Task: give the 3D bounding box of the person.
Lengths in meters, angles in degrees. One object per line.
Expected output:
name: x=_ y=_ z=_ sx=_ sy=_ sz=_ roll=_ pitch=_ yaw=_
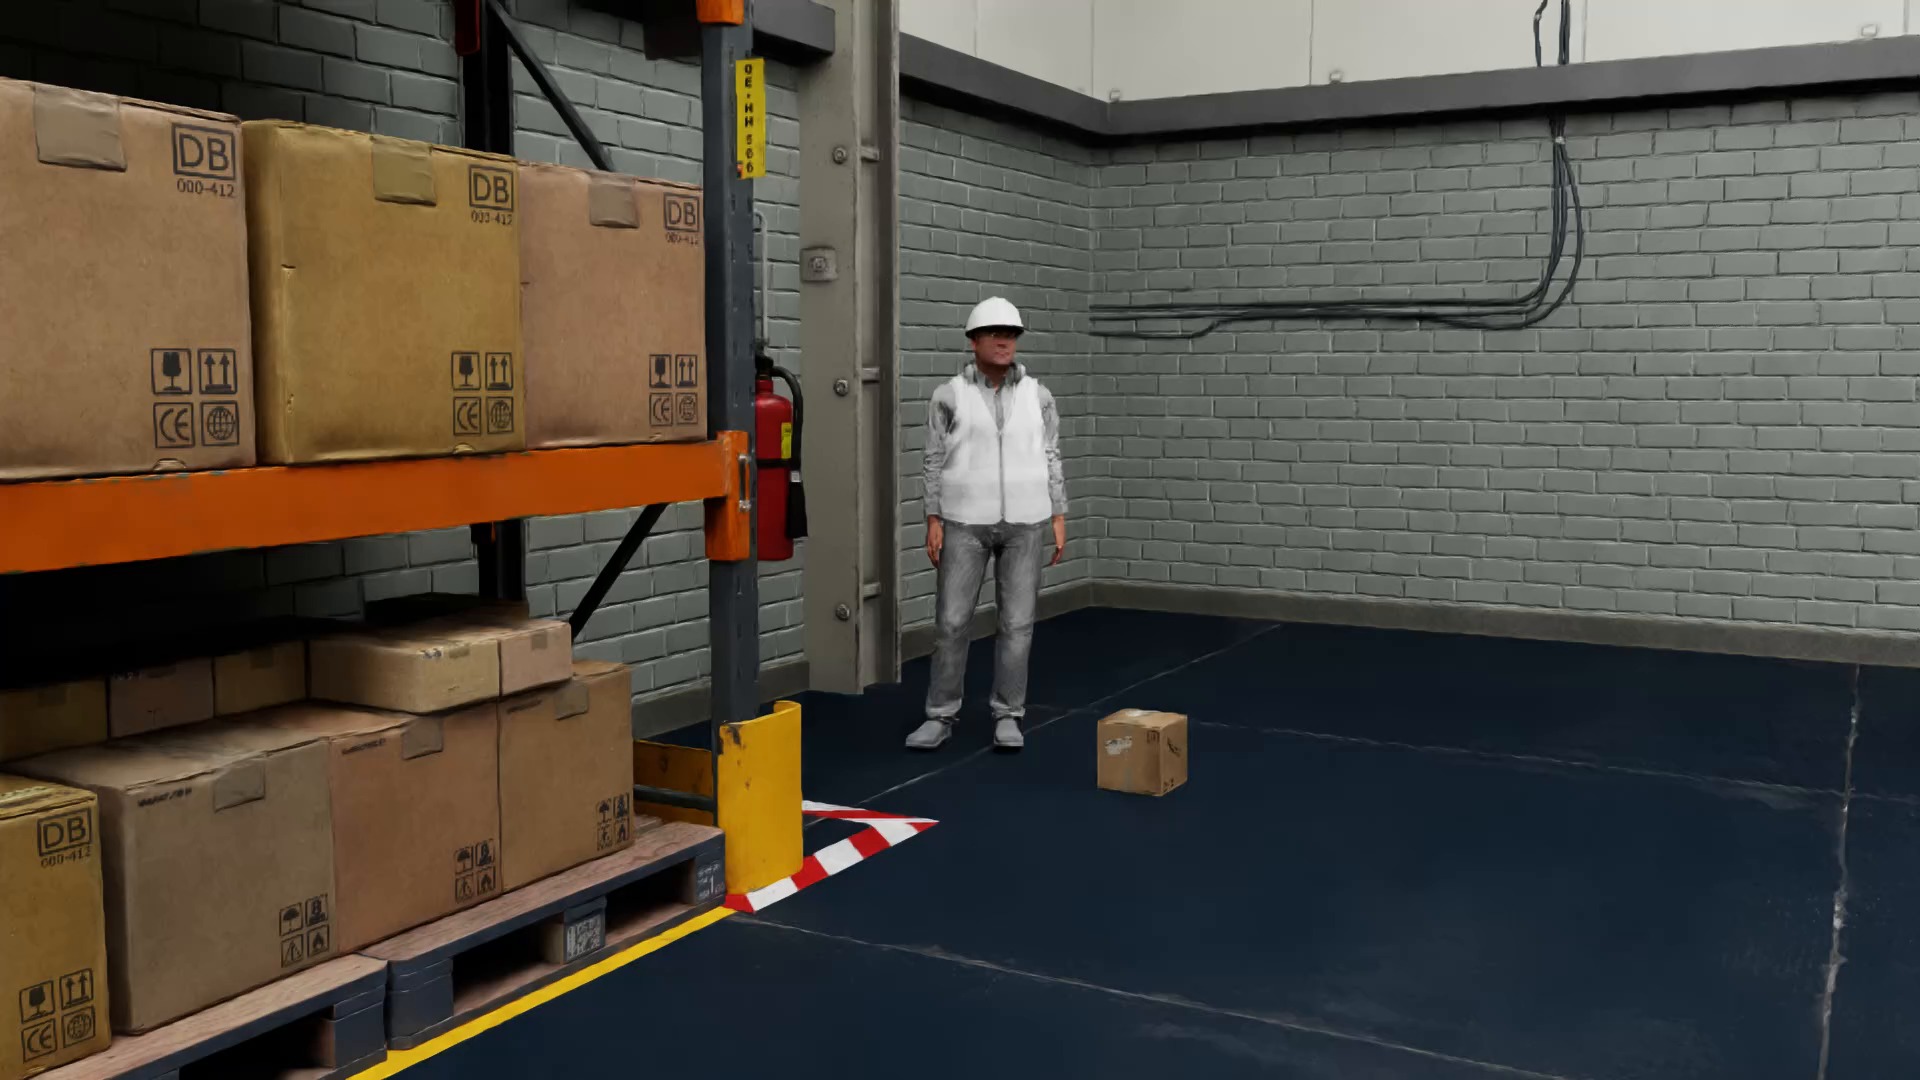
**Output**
person: x=0.103 y=-0.065 z=6.566 sx=0.667 sy=1.777 sz=0.374 roll=-1 pitch=6 yaw=-10
